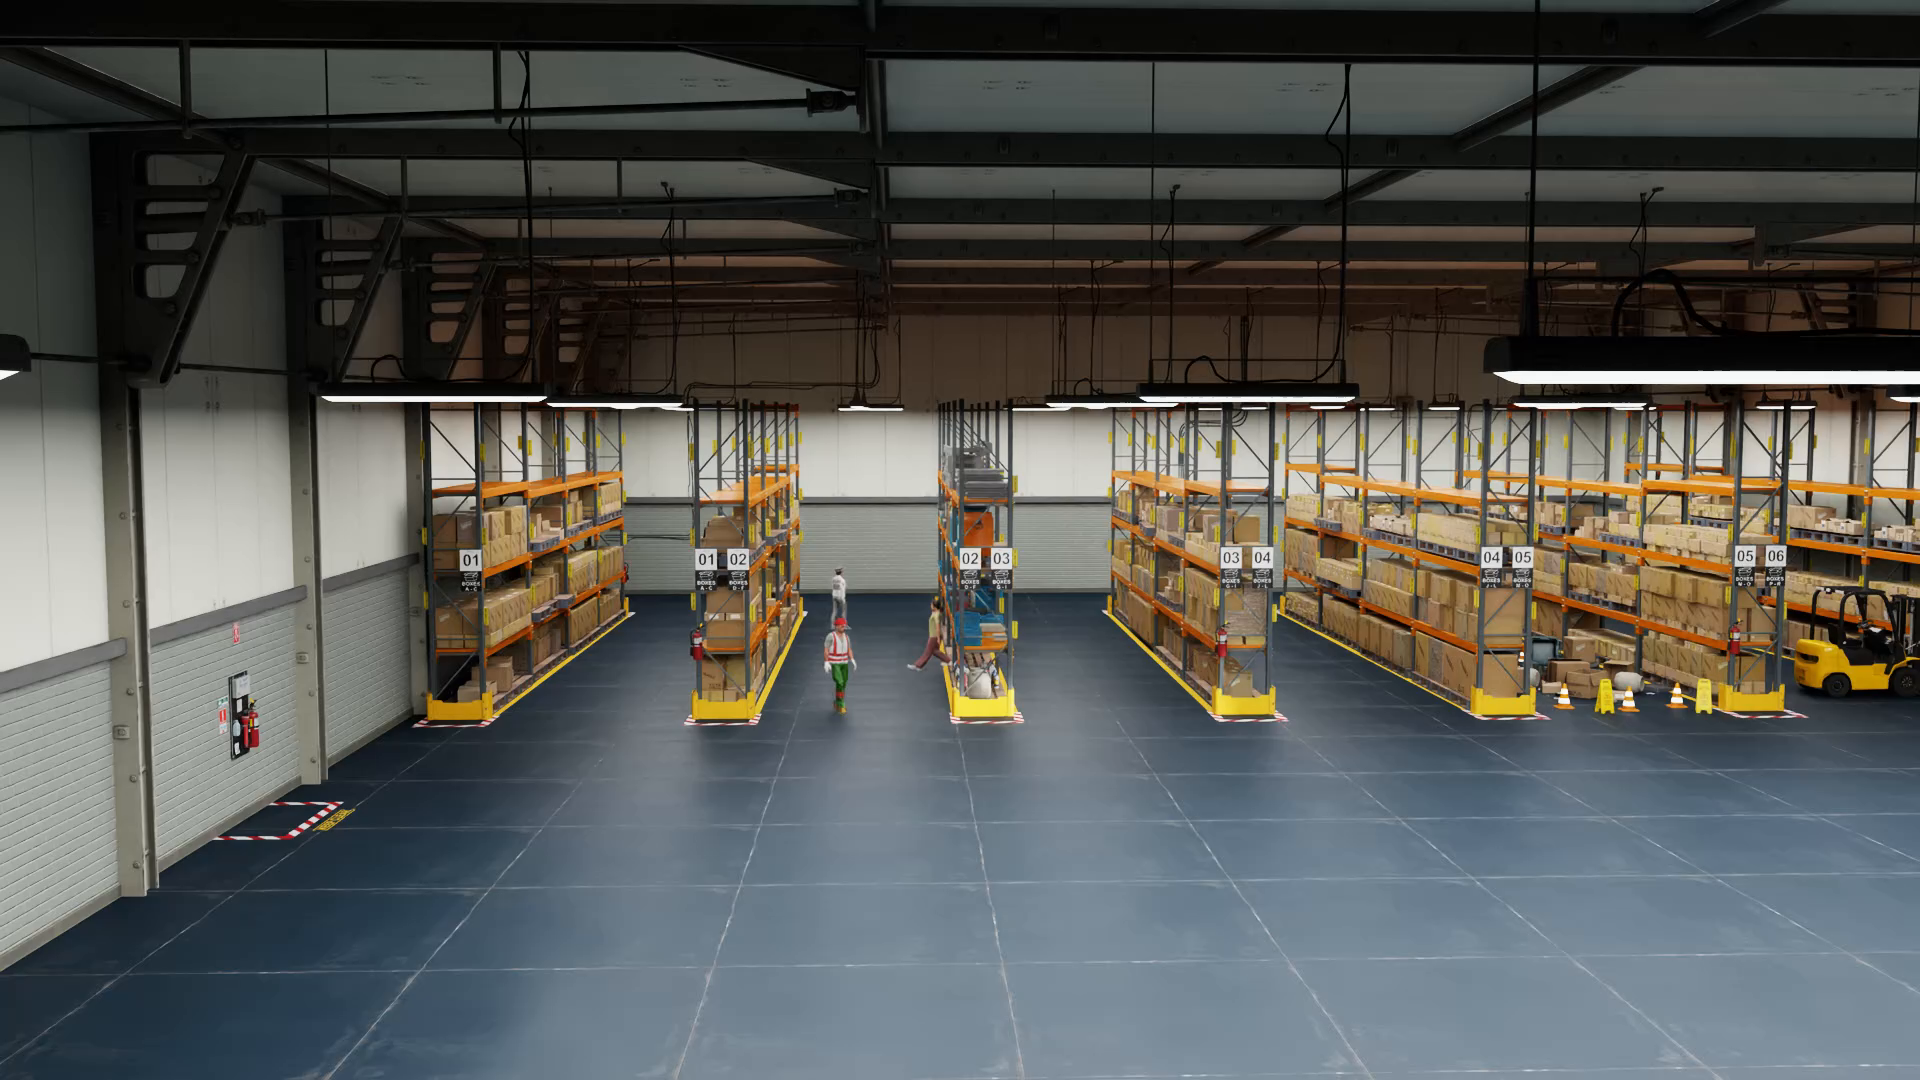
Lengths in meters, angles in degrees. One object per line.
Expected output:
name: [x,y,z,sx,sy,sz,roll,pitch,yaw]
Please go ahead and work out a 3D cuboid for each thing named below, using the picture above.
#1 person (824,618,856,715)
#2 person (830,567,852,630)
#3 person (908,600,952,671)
person: [-2.268,2.413,31.950,0.566,1.813,0.638,-4,6,-41]
person: [-3.175,1.554,44.041,0.519,1.681,0.599,4,6,42]
person: [-0.613,2.095,36.566,1.007,1.583,0.460,2,5,21]
